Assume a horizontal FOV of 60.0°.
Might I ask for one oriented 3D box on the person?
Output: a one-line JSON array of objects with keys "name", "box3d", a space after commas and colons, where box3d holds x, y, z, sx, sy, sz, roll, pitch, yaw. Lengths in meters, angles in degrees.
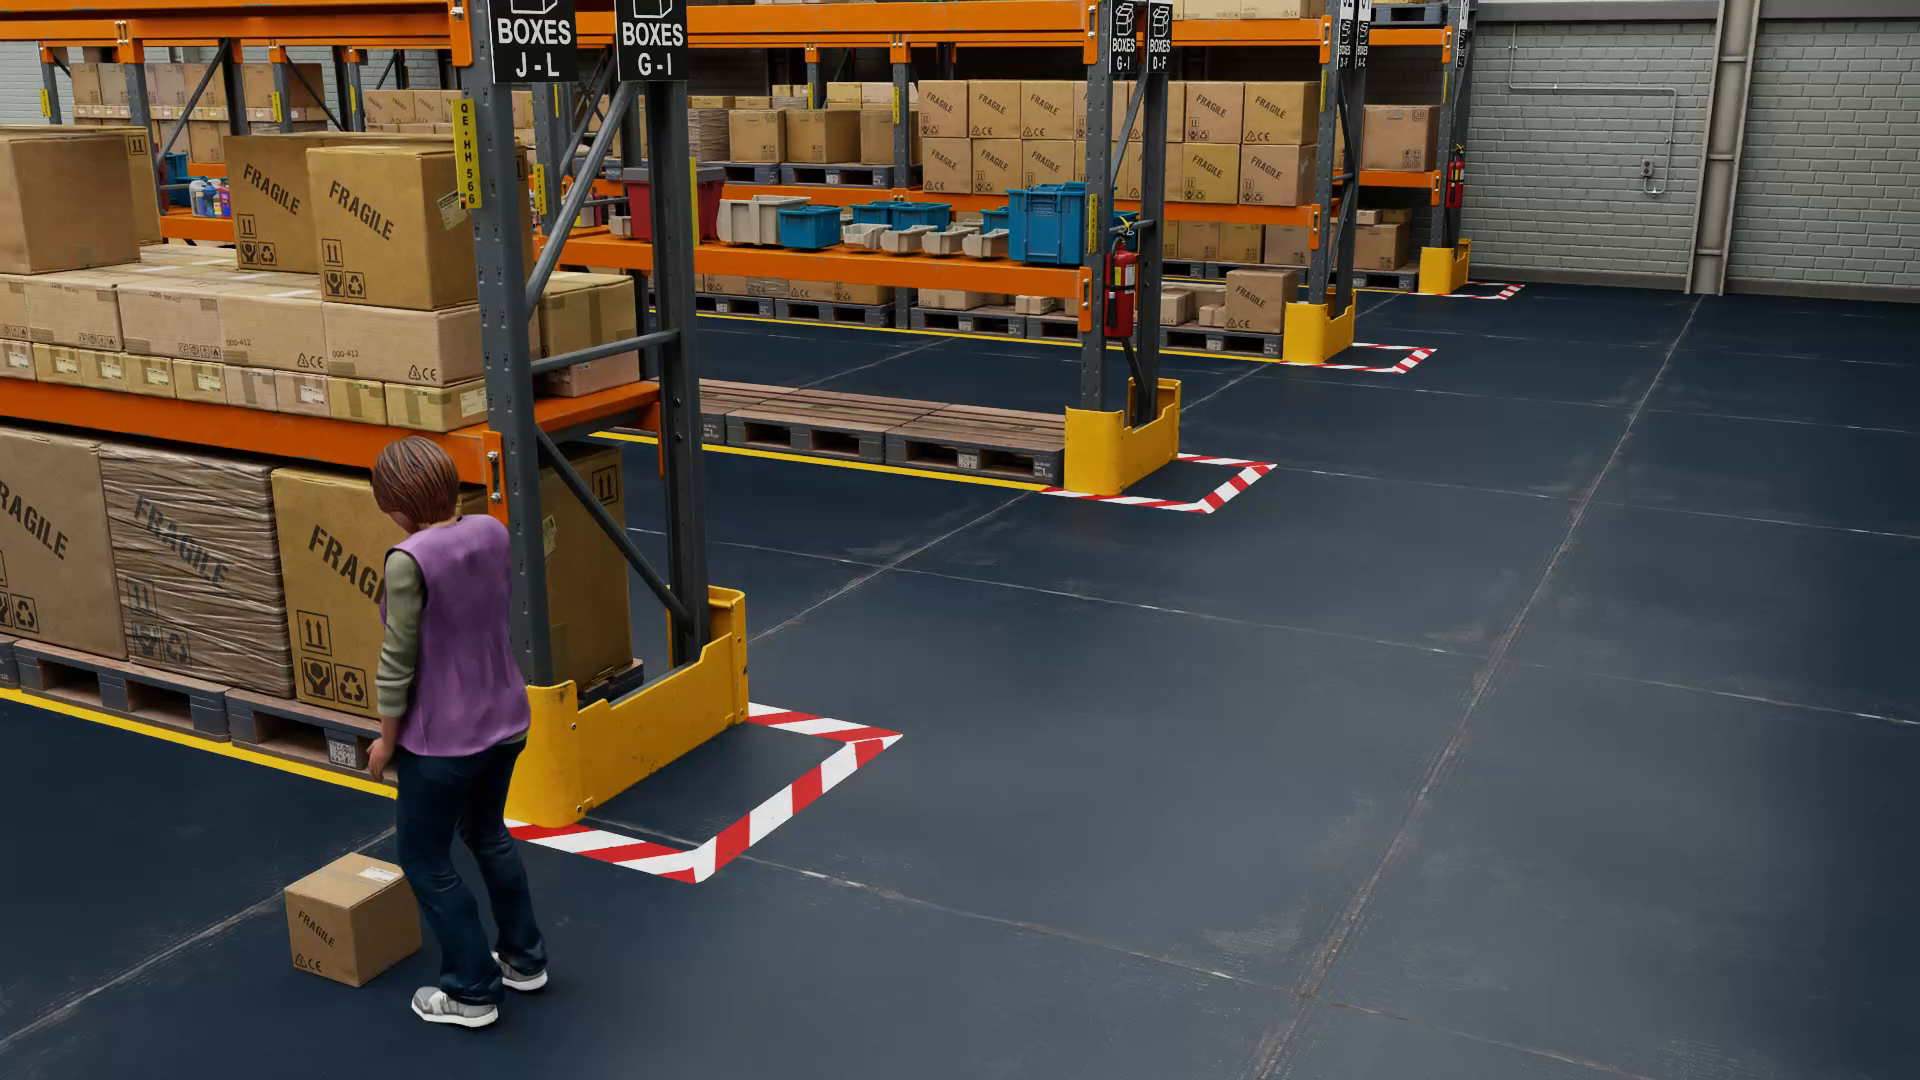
[{"name": "person", "box3d": [-1.315, 0.513, 4.318, 0.340, 1.579, 0.417, 8, 18, 27]}]
